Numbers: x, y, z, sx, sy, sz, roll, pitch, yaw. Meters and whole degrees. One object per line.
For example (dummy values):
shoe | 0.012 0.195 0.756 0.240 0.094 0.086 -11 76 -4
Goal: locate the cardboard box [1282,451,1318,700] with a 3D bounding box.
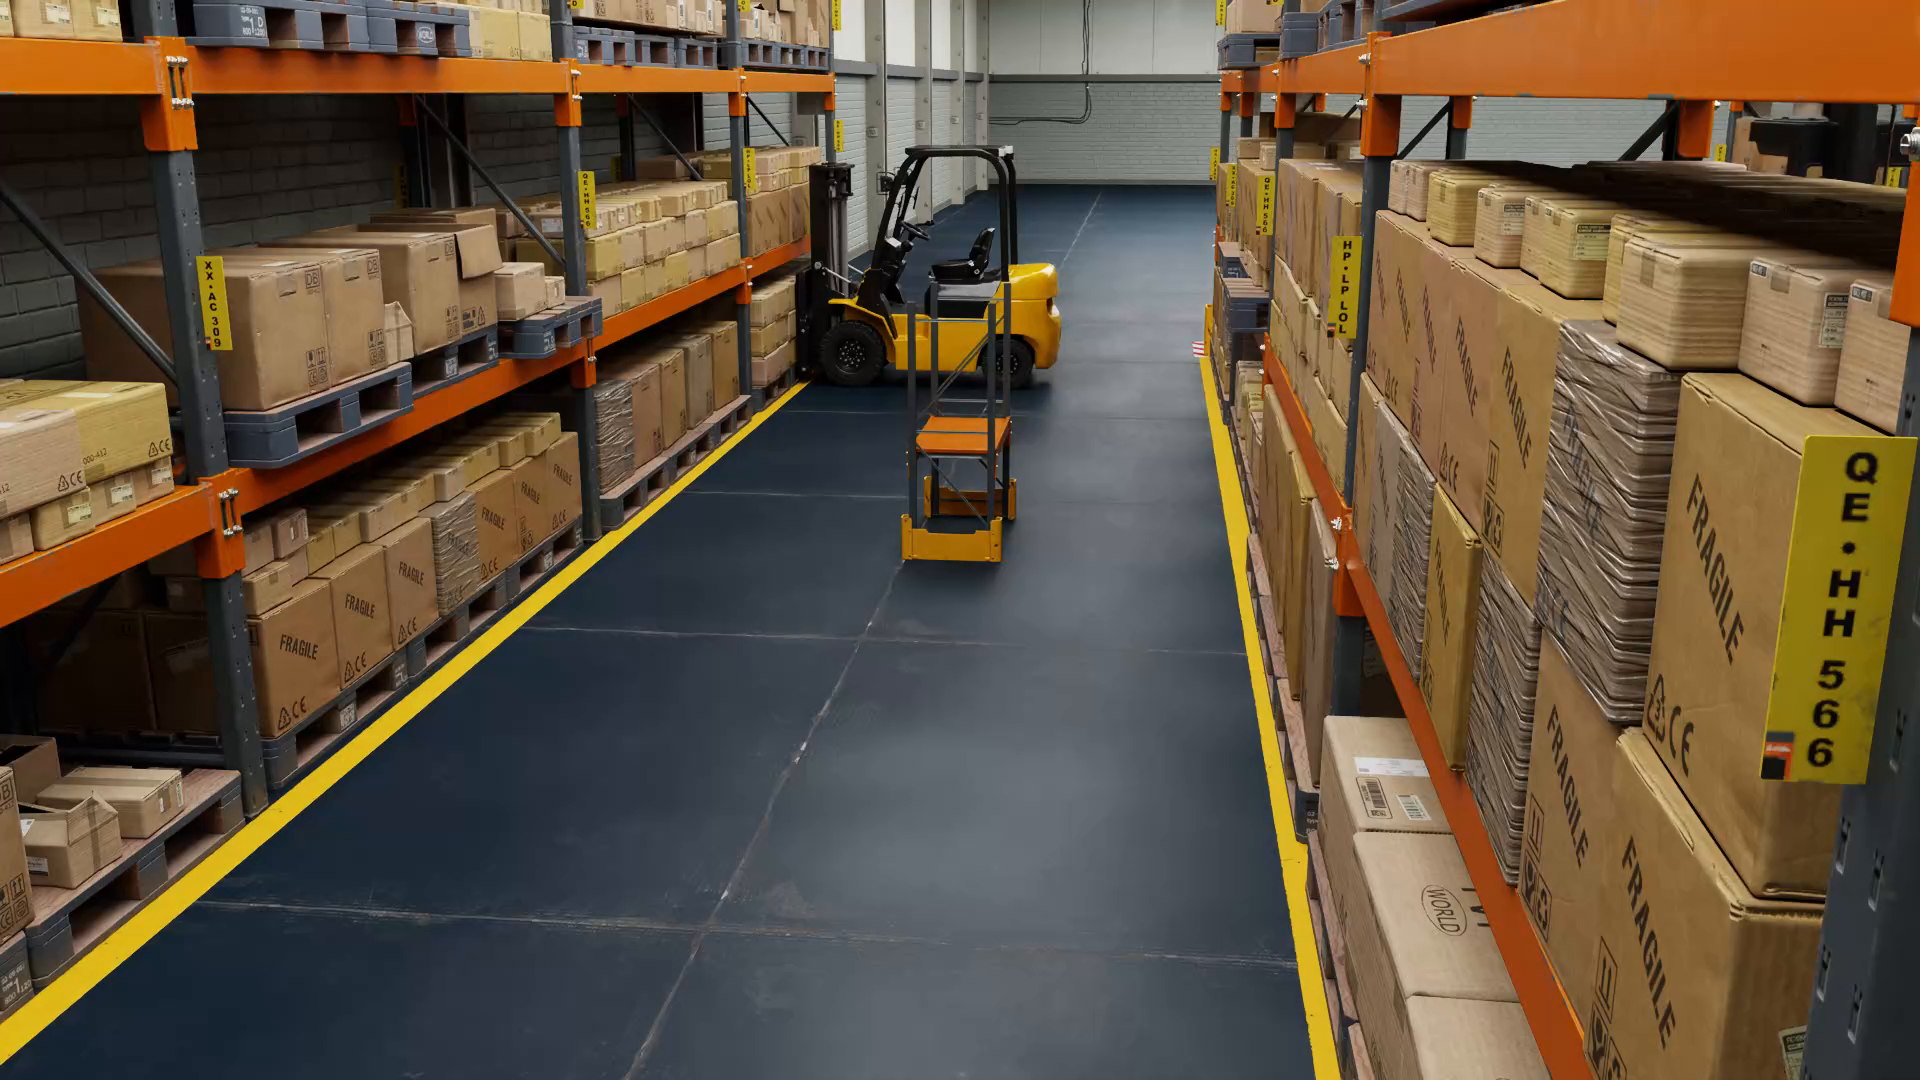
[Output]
cardboard box | 1.866 0.147 7.136 0.875 0.875 0.875 2 15 8

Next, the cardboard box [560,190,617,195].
cardboard box | -2.698 -2.445 12.025 0.380 0.149 0.250 2 15 6

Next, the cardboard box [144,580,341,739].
cardboard box | -2.873 0.462 6.691 0.500 0.500 0.500 2 15 9

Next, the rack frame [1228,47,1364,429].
rack frame | 2.684 -2.353 13.116 1.000 3.000 0.127 2 15 6

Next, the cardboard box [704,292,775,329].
cardboard box | -1.882 -1.972 14.257 0.500 0.250 0.500 1 15 5

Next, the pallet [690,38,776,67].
pallet | -2.178 -4.125 14.094 1.003 0.211 1.213 2 15 6

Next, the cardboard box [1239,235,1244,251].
cardboard box | 2.270 -2.236 12.360 0.380 0.149 0.250 2 15 7

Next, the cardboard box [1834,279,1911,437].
cardboard box | 1.171 -0.183 1.744 0.380 0.149 0.250 2 15 7

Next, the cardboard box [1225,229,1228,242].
cardboard box | 2.580 -2.721 14.958 0.380 0.149 0.250 2 15 7

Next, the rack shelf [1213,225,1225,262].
rack shelf | 2.909 -2.524 15.129 1.077 0.370 4.000 2 15 6

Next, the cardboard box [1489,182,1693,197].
cardboard box | 1.393 -0.715 3.710 0.380 0.149 0.250 2 15 6

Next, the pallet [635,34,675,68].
pallet | -2.589 -3.286 11.183 1.003 0.211 1.213 2 15 9

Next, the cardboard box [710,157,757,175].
cardboard box | -1.958 -3.214 14.296 0.380 0.149 0.250 1 15 5

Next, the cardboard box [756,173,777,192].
cardboard box | -1.820 -3.132 14.563 0.380 0.149 0.250 2 15 7

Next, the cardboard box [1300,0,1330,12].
cardboard box | 2.349 -3.057 9.783 0.700 0.500 0.500 2 15 6

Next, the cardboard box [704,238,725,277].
cardboard box | -2.097 -2.157 12.678 0.500 0.250 0.500 2 15 6

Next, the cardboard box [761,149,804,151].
cardboard box | -1.730 -3.745 16.262 0.380 0.149 0.250 2 15 7

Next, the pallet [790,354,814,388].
pallet | -1.982 -1.674 15.949 1.003 0.211 1.213 2 15 6

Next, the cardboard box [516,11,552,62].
cardboard box | -2.517 -2.696 8.926 0.500 0.250 0.500 1 15 4

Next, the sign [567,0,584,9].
sign | -2.161 -3.142 9.297 0.100 0.325 0.005 2 15 6

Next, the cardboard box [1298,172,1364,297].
cardboard box | 1.753 -1.332 7.235 0.500 0.500 0.500 2 15 7

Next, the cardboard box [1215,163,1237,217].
cardboard box | 2.806 -3.467 16.477 0.500 0.500 0.500 1 15 5

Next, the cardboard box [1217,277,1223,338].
cardboard box | 2.648 -2.155 15.411 0.500 0.500 0.500 2 15 7

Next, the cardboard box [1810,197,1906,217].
cardboard box | 1.862 -0.569 3.171 0.380 0.149 0.250 1 15 5

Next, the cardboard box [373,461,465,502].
cardboard box | -2.682 -0.291 8.233 0.380 0.149 0.250 1 15 4

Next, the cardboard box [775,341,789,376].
cardboard box | -1.823 -1.621 14.874 0.500 0.250 0.500 1 15 5

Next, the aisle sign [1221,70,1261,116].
aisle sign | 2.834 -4.670 16.707 0.394 0.787 0.004 2 15 6

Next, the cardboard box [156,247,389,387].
cardboard box | -2.816 -0.927 6.849 0.700 0.500 0.500 2 15 7

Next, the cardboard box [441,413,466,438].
cardboard box | -3.069 -0.644 9.537 0.380 0.149 0.250 2 15 9

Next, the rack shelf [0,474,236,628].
rack shelf | -3.377 0.443 4.156 1.077 0.370 4.000 2 15 6

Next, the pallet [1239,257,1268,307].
pallet | 2.415 -1.737 11.208 1.003 0.211 1.213 2 15 6

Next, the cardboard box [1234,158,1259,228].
cardboard box | 2.346 -2.634 12.591 0.500 0.500 0.500 2 15 8

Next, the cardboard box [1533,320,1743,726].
cardboard box | 1.177 -0.040 2.456 0.500 0.500 0.500 2 15 6

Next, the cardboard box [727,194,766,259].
cardboard box | -1.939 -2.654 14.038 0.500 0.500 0.500 1 15 5

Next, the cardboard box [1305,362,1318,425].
cardboard box | 1.716 -0.592 6.891 0.500 0.250 0.500 1 15 5

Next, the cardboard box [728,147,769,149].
cardboard box | -2.140 -3.892 16.806 0.380 0.149 0.250 2 15 8

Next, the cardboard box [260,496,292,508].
cardboard box | -3.266 -0.105 7.545 0.380 0.149 0.250 2 15 8

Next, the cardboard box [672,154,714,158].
cardboard box | -2.412 -3.361 14.841 0.380 0.149 0.250 1 15 5

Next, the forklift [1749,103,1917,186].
forklift | 4.804 -1.170 8.874 1.130 2.935 3.031 2 15 7

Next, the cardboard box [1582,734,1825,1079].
cardboard box | 1.121 0.578 2.085 0.500 0.500 0.500 2 15 7

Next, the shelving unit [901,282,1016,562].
shelving unit | 0.009 -0.744 10.039 0.587 1.500 1.083 2 15 6

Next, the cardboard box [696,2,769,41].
cardboard box | -1.913 -4.362 13.977 0.500 0.311 0.500 2 15 7

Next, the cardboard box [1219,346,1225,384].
cardboard box | 2.533 -1.528 14.529 0.500 0.250 0.500 1 15 5

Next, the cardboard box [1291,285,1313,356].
cardboard box | 1.731 -0.966 7.317 0.500 0.250 0.500 2 15 7

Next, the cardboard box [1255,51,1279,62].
cardboard box | 2.416 -3.770 13.094 0.380 0.149 0.250 2 15 7

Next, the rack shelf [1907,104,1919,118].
rack shelf | 7.388 -2.815 10.458 1.077 0.370 4.000 2 15 6

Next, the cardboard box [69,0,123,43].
cardboard box | -2.899 -1.648 5.244 0.380 0.149 0.250 2 15 6

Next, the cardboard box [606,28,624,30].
cardboard box | -2.536 -3.601 11.438 0.380 0.166 0.250 2 15 6

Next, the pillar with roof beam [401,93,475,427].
pillar with roof beam | 0.829 -4.594 9.913 9.100 9.000 0.400 2 15 6

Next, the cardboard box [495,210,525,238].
cardboard box | -2.864 -1.912 10.053 0.380 0.149 0.250 2 15 8

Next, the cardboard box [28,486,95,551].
cardboard box | -2.950 -0.075 5.175 0.380 0.149 0.250 2 15 8

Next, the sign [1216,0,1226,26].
sign | 2.596 -5.276 16.506 0.100 0.325 0.005 2 15 6

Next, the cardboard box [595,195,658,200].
cardboard box | -2.303 -2.301 11.492 0.380 0.149 0.250 2 15 6

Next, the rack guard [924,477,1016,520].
rack guard | 0.065 -0.270 10.680 0.587 0.250 0.087 2 15 6

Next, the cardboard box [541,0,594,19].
cardboard box | -2.359 -3.128 9.689 0.380 0.166 0.250 2 15 6

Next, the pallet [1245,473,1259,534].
pallet | 2.322 -0.172 10.393 1.003 0.211 1.213 2 15 6

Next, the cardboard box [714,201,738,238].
cardboard box | -2.050 -2.532 13.109 0.500 0.250 0.500 1 15 5
